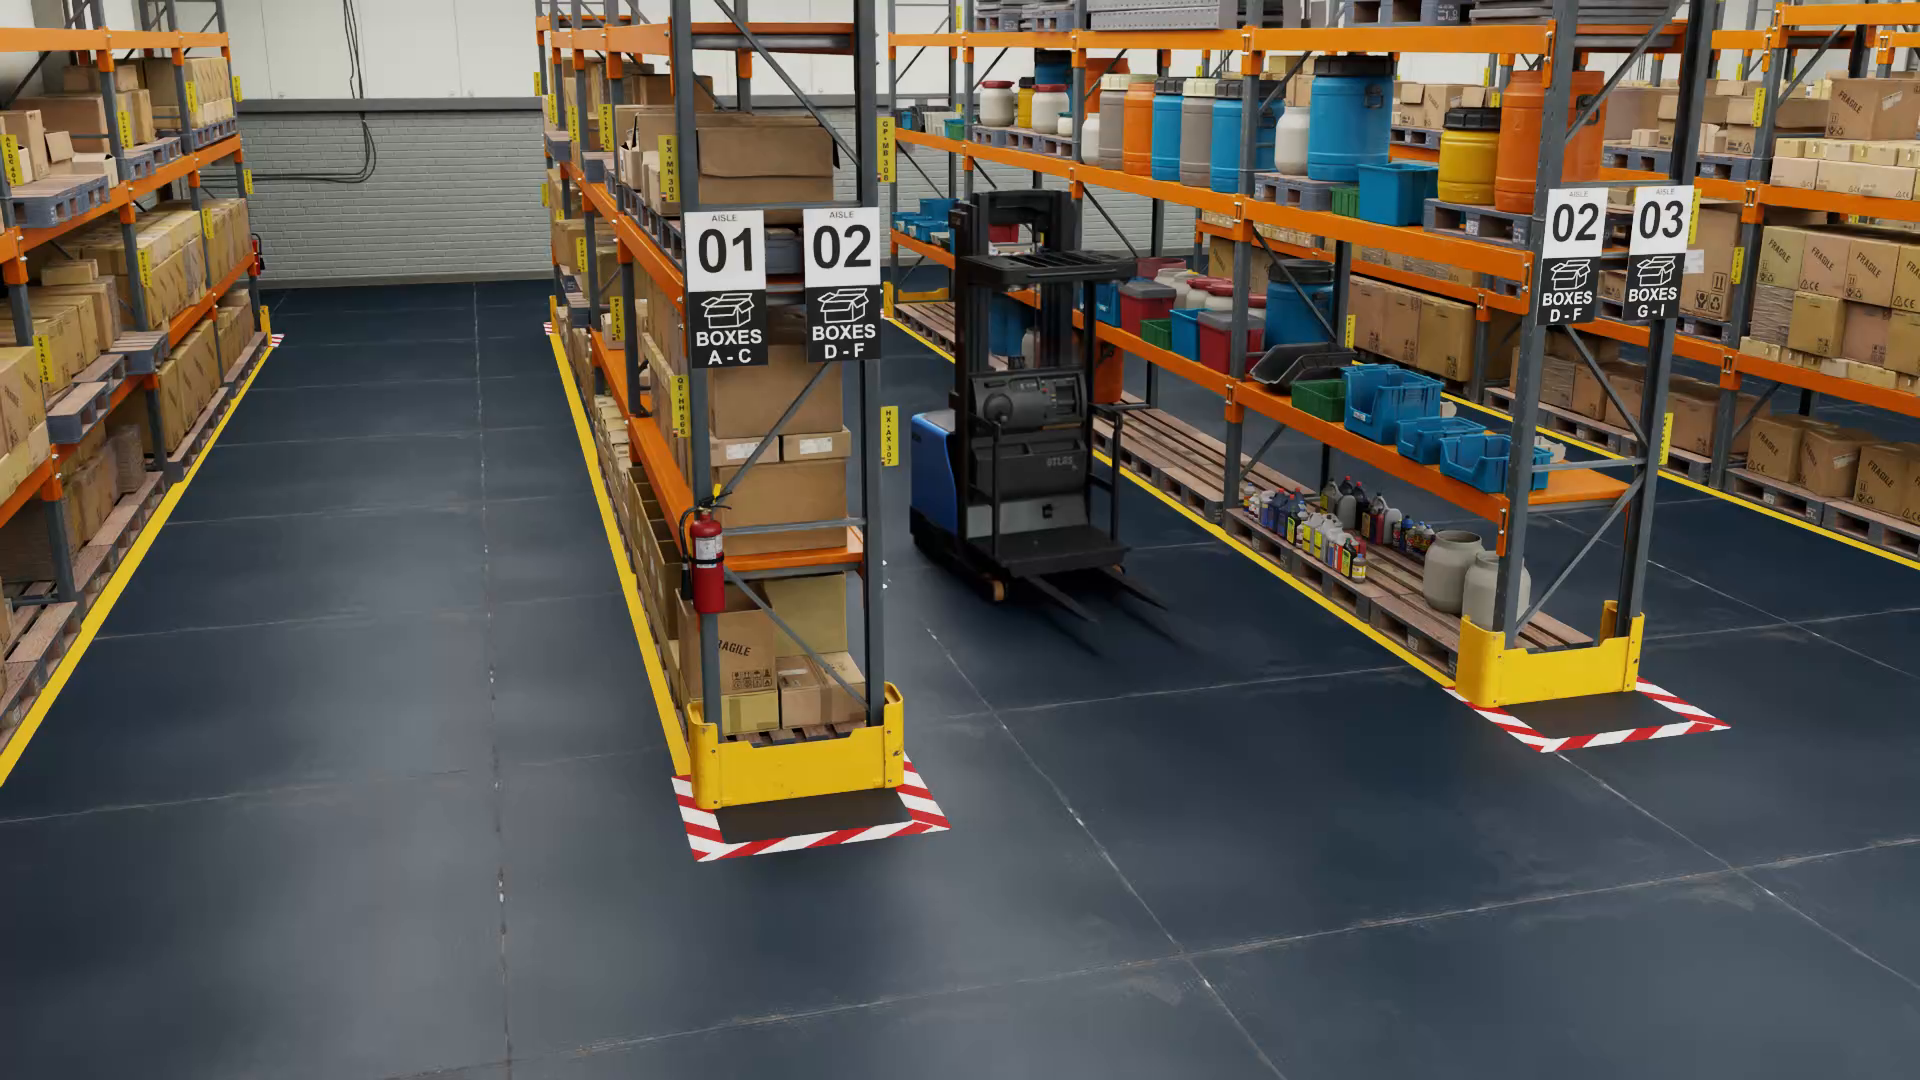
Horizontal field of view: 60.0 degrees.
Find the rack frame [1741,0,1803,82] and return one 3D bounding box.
[{"bbox_3d":[13.740,-8.928,28.033,1.000,3.000,0.127,-5,17,-15],"label":"rack frame"}]

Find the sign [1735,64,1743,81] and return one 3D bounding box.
[{"bbox_3d":[13.205,-7.906,28.187,0.100,0.325,0.005,-5,17,-15],"label":"sign"}]

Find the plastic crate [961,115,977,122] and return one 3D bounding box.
[{"bbox_3d":[-0.005,-5.965,23.750,0.450,0.188,0.336,-5,17,-15],"label":"plastic crate"}]

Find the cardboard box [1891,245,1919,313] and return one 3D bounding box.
[{"bbox_3d":[7.812,-2.063,13.177,0.500,0.500,0.500,-5,17,-15],"label":"cardboard box"}]

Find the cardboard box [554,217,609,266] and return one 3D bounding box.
[{"bbox_3d":[-4.300,-3.483,19.431,0.700,0.500,0.500,-12,20,-34],"label":"cardboard box"}]

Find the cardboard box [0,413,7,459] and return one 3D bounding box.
[{"bbox_3d":[-6.081,-0.690,9.959,0.500,0.500,0.500,-5,17,-17],"label":"cardboard box"}]

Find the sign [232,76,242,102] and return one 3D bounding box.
[{"bbox_3d":[-9.551,-5.959,21.959,0.100,0.325,0.005,-5,17,-15],"label":"sign"}]

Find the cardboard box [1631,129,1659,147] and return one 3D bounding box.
[{"bbox_3d":[6.898,-3.989,16.480,0.380,0.166,0.250,-5,17,-17],"label":"cardboard box"}]

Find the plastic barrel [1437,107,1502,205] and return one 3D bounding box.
[{"bbox_3d":[3.411,-2.487,10.748,0.600,0.588,0.600,0,17,0],"label":"plastic barrel"}]

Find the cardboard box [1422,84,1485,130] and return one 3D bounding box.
[{"bbox_3d":[5.851,-5.139,19.729,0.500,0.500,0.500,-4,17,-12],"label":"cardboard box"}]

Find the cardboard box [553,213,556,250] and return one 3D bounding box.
[{"bbox_3d":[-5.164,-4.112,22.255,0.500,0.500,0.500,-5,17,-15],"label":"cardboard box"}]

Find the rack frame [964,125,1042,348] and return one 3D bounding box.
[{"bbox_3d":[0.549,-3.774,21.301,1.000,3.000,0.127,-5,17,-15],"label":"rack frame"}]

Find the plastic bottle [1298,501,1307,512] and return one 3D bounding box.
[{"bbox_3d":[2.726,-0.178,13.309,0.097,0.271,0.097,0,17,0],"label":"plastic bottle"}]

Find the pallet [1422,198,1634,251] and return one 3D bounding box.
[{"bbox_3d":[3.713,-2.037,10.634,1.003,0.211,1.213,-5,17,-15],"label":"pallet"}]

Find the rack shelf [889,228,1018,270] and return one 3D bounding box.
[{"bbox_3d":[-0.001,-3.982,23.246,1.077,0.370,4.000,-5,17,-15],"label":"rack shelf"}]

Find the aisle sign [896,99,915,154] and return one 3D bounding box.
[{"bbox_3d":[-0.856,-6.122,24.598,0.394,0.787,0.004,-5,17,-15],"label":"aisle sign"}]

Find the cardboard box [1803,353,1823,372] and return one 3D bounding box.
[{"bbox_3d":[7.509,-1.543,14.312,0.380,0.149,0.250,-5,17,-15],"label":"cardboard box"}]

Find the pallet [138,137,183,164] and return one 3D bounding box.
[{"bbox_3d":[-8.678,-4.086,17.458,0.805,0.209,1.217,-5,18,-17],"label":"pallet"}]

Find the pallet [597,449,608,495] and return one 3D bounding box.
[{"bbox_3d":[-2.927,-0.710,15.950,1.003,0.211,1.213,-5,17,-15],"label":"pallet"}]

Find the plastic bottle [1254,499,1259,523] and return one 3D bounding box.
[{"bbox_3d":[2.469,-0.252,13.677,0.097,0.201,0.097,0,17,0],"label":"plastic bottle"}]

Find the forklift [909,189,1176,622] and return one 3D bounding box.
[{"bbox_3d":[0.616,-1.076,12.440,1.130,2.935,3.031,-7,18,-22],"label":"forklift"}]

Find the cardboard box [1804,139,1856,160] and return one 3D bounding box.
[{"bbox_3d":[7.441,-3.326,14.163,0.380,0.149,0.250,-6,18,-18],"label":"cardboard box"}]

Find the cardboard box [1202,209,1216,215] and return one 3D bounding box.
[{"bbox_3d":[4.084,-5.188,25.754,0.500,0.250,0.500,-5,17,-17],"label":"cardboard box"}]

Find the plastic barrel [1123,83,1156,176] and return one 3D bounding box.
[{"bbox_3d":[1.845,-3.884,15.708,0.600,0.830,0.708,-5,17,-15],"label":"plastic barrel"}]

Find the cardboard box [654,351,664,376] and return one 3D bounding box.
[{"bbox_3d":[-1.914,-1.226,11.518,0.380,0.149,0.250,-5,17,-16],"label":"cardboard box"}]

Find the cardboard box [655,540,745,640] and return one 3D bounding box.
[{"bbox_3d":[-1.640,0.293,10.510,0.500,0.500,0.500,-5,17,-15],"label":"cardboard box"}]

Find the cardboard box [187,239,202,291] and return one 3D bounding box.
[{"bbox_3d":[-8.458,-2.942,17.807,0.500,0.500,0.500,-5,17,-15],"label":"cardboard box"}]

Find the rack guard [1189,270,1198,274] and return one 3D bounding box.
[{"bbox_3d":[4.205,-4.081,26.670,1.175,0.500,0.348,-5,17,-15],"label":"rack guard"}]

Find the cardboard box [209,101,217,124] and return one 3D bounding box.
[{"bbox_3d":[-9.188,-5.100,19.858,0.500,0.250,0.500,-5,17,-17],"label":"cardboard box"}]

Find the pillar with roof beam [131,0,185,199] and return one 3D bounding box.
[{"bbox_3d":[-7.511,-7.989,24.905,9.100,9.000,0.400,-5,17,-15],"label":"pillar with roof beam"}]

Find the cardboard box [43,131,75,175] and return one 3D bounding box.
[{"bbox_3d":[-7.611,-3.014,13.342,0.797,0.503,0.637,-2,17,-8],"label":"cardboard box"}]

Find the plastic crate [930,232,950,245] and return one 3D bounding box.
[{"bbox_3d":[-0.219,-4.134,22.854,0.293,0.136,0.466,-5,17,-15],"label":"plastic crate"}]

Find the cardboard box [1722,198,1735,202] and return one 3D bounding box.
[{"bbox_3d":[10.622,-4.581,22.661,0.380,0.149,0.250,-5,17,-15],"label":"cardboard box"}]

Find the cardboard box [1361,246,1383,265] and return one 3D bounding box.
[{"bbox_3d":[5.473,-3.789,21.177,0.500,0.500,0.500,-5,17,-17],"label":"cardboard box"}]

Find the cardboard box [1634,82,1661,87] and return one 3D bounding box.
[{"bbox_3d":[9.758,-6.389,23.494,0.380,0.149,0.250,-6,18,-18],"label":"cardboard box"}]

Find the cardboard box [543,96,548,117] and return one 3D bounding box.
[{"bbox_3d":[-5.293,-5.792,22.198,0.500,0.250,0.500,-5,17,-15],"label":"cardboard box"}]

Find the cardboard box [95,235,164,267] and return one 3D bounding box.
[{"bbox_3d":[-7.903,-2.738,15.823,0.500,0.250,0.500,-5,17,-16],"label":"cardboard box"}]

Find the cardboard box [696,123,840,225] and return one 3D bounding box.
[{"bbox_3d":[-1.071,-1.977,8.954,0.797,0.503,0.637,-3,17,-11],"label":"cardboard box"}]

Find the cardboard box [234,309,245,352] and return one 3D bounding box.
[{"bbox_3d":[-9.511,-2.638,21.134,0.700,0.500,0.500,-5,18,-17],"label":"cardboard box"}]

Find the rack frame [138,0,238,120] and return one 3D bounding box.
[{"bbox_3d":[-10.076,-6.970,21.514,1.000,3.000,0.127,-5,17,-15],"label":"rack frame"}]

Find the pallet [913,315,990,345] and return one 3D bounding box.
[{"bbox_3d":[-0.030,-2.977,23.494,1.003,0.211,1.213,-5,17,-15],"label":"pallet"}]

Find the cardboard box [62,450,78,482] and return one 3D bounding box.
[{"bbox_3d":[-7.268,-0.618,13.071,0.500,0.250,0.500,-5,17,-17],"label":"cardboard box"}]

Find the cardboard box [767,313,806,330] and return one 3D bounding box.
[{"bbox_3d":[-1.198,-1.023,9.714,0.700,0.500,0.500,-5,17,-17],"label":"cardboard box"}]

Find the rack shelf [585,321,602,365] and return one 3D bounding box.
[{"bbox_3d":[-3.665,-2.485,18.262,1.077,0.370,4.000,-5,17,-15],"label":"rack shelf"}]

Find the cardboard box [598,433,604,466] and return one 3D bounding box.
[{"bbox_3d":[-3.115,-0.854,15.630,0.500,0.250,0.500,-5,17,-17],"label":"cardboard box"}]

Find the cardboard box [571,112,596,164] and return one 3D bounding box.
[{"bbox_3d":[-3.551,-4.164,17.213,0.910,0.500,0.500,-5,17,-15],"label":"cardboard box"}]

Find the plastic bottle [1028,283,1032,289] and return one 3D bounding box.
[{"bbox_3d":[0.812,-3.006,18.947,0.061,0.283,0.133,-5,17,-15],"label":"plastic bottle"}]

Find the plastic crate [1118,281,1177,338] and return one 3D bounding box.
[{"bbox_3d":[1.798,-2.227,16.040,0.402,0.464,0.583,-5,17,-15],"label":"plastic crate"}]

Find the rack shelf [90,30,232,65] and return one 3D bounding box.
[{"bbox_3d":[-9.527,-5.881,19.833,1.077,0.370,4.000,-5,17,-15],"label":"rack shelf"}]

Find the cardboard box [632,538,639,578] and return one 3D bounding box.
[{"bbox_3d":[-2.181,0.098,12.462,0.500,0.250,0.500,-5,17,-15],"label":"cardboard box"}]

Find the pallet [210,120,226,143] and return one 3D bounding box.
[{"bbox_3d":[-9.523,-4.948,20.152,1.003,0.211,1.213,-5,17,-15],"label":"pallet"}]

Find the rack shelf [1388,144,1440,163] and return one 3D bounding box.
[{"bbox_3d":[5.860,-4.704,20.435,1.077,0.370,4.000,-5,17,-15],"label":"rack shelf"}]

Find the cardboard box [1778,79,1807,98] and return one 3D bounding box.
[{"bbox_3d":[10.473,-5.720,21.061,0.396,0.266,0.258,-5,17,-15],"label":"cardboard box"}]

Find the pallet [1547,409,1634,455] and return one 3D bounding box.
[{"bbox_3d":[6.955,-1.170,17.481,1.003,0.211,1.213,-5,17,-15],"label":"pallet"}]

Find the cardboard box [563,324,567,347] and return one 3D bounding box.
[{"bbox_3d":[-4.851,-2.649,21.465,0.500,0.311,0.500,-5,17,-15],"label":"cardboard box"}]

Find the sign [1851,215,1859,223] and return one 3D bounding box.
[{"bbox_3d":[10.688,-3.894,19.827,0.100,0.325,0.005,-5,17,-15],"label":"sign"}]

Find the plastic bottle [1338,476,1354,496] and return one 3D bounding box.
[{"bbox_3d":[3.201,-0.347,13.735,0.144,0.351,0.185,-5,17,-17],"label":"plastic bottle"}]

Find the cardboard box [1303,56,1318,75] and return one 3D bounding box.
[{"bbox_3d":[5.059,-6.519,22.844,0.500,0.250,0.500,-6,18,-19],"label":"cardboard box"}]
